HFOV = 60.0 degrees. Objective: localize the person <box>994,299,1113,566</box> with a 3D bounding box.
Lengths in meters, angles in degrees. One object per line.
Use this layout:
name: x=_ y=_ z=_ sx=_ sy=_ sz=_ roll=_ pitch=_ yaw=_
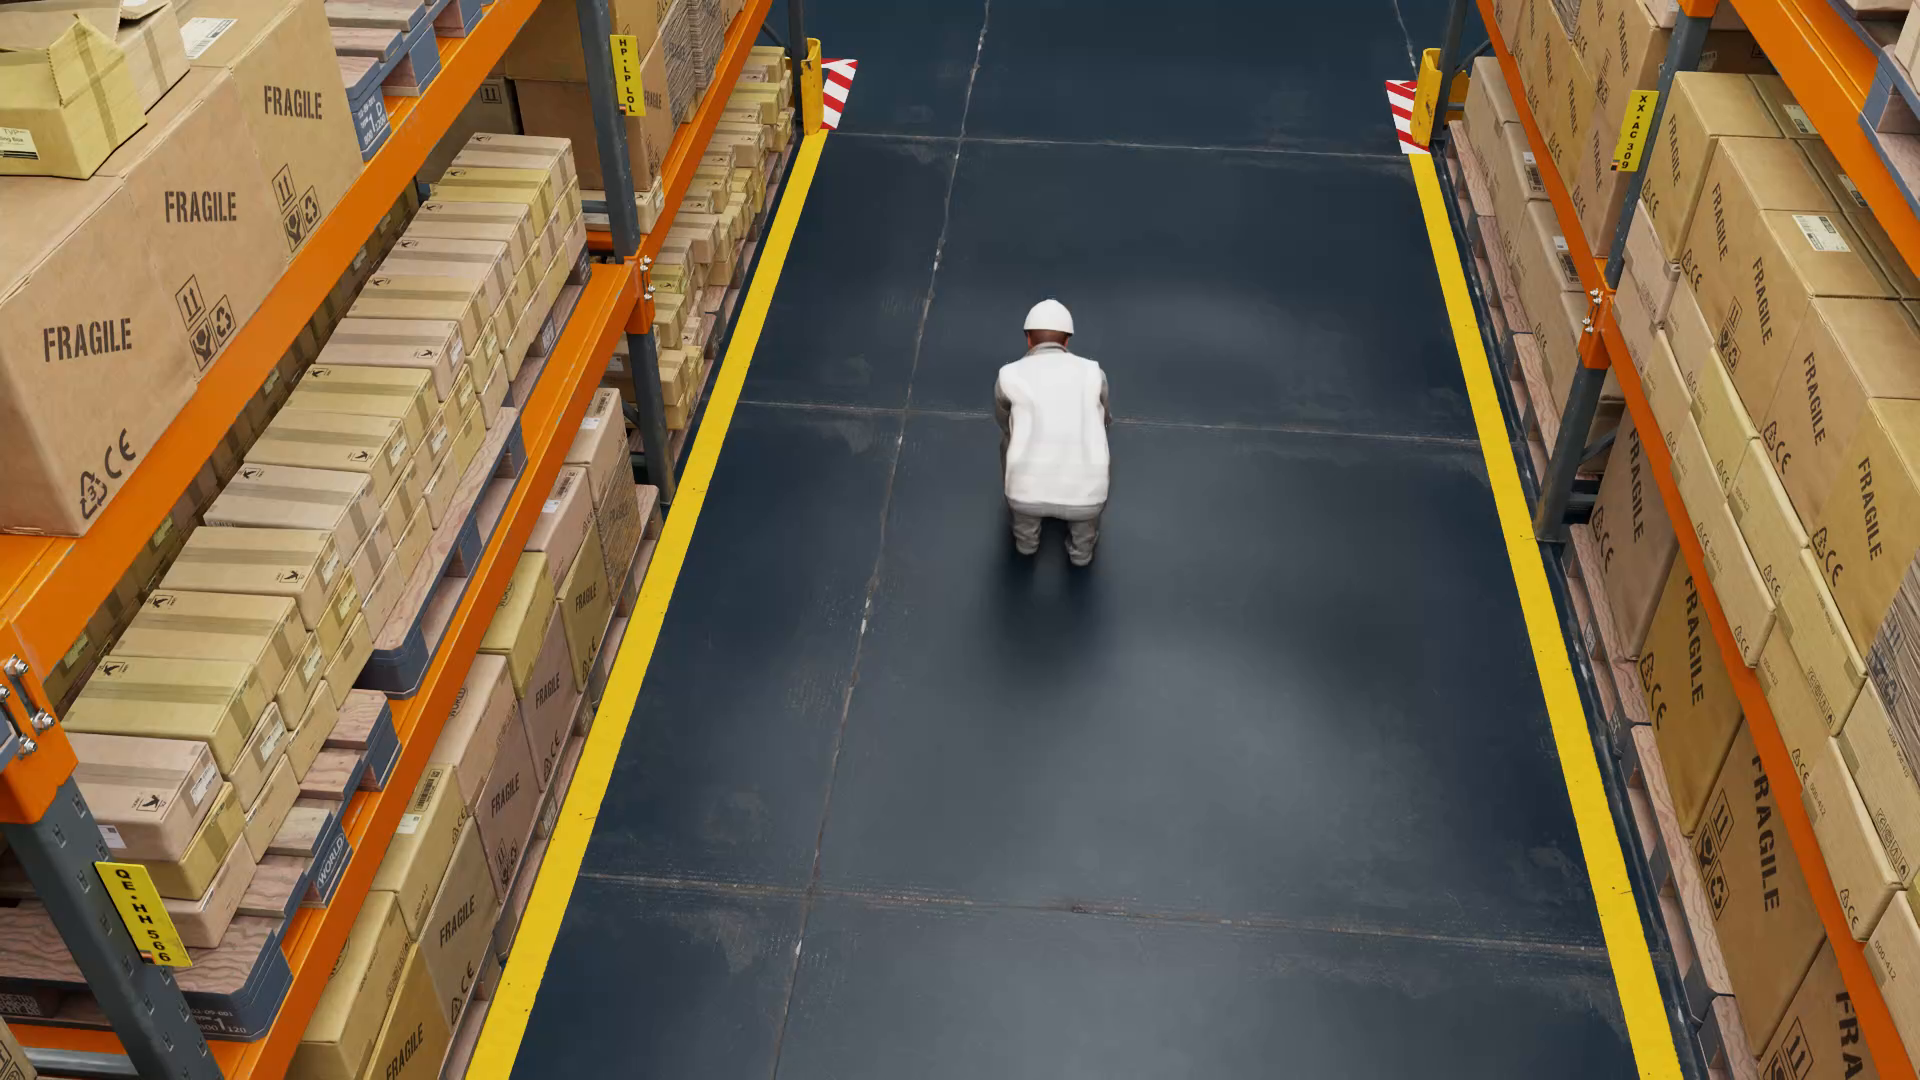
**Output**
person: x=0.408 y=-0.445 z=7.276 sx=0.539 sy=1.006 sz=0.871 roll=3 pitch=40 yaw=4
